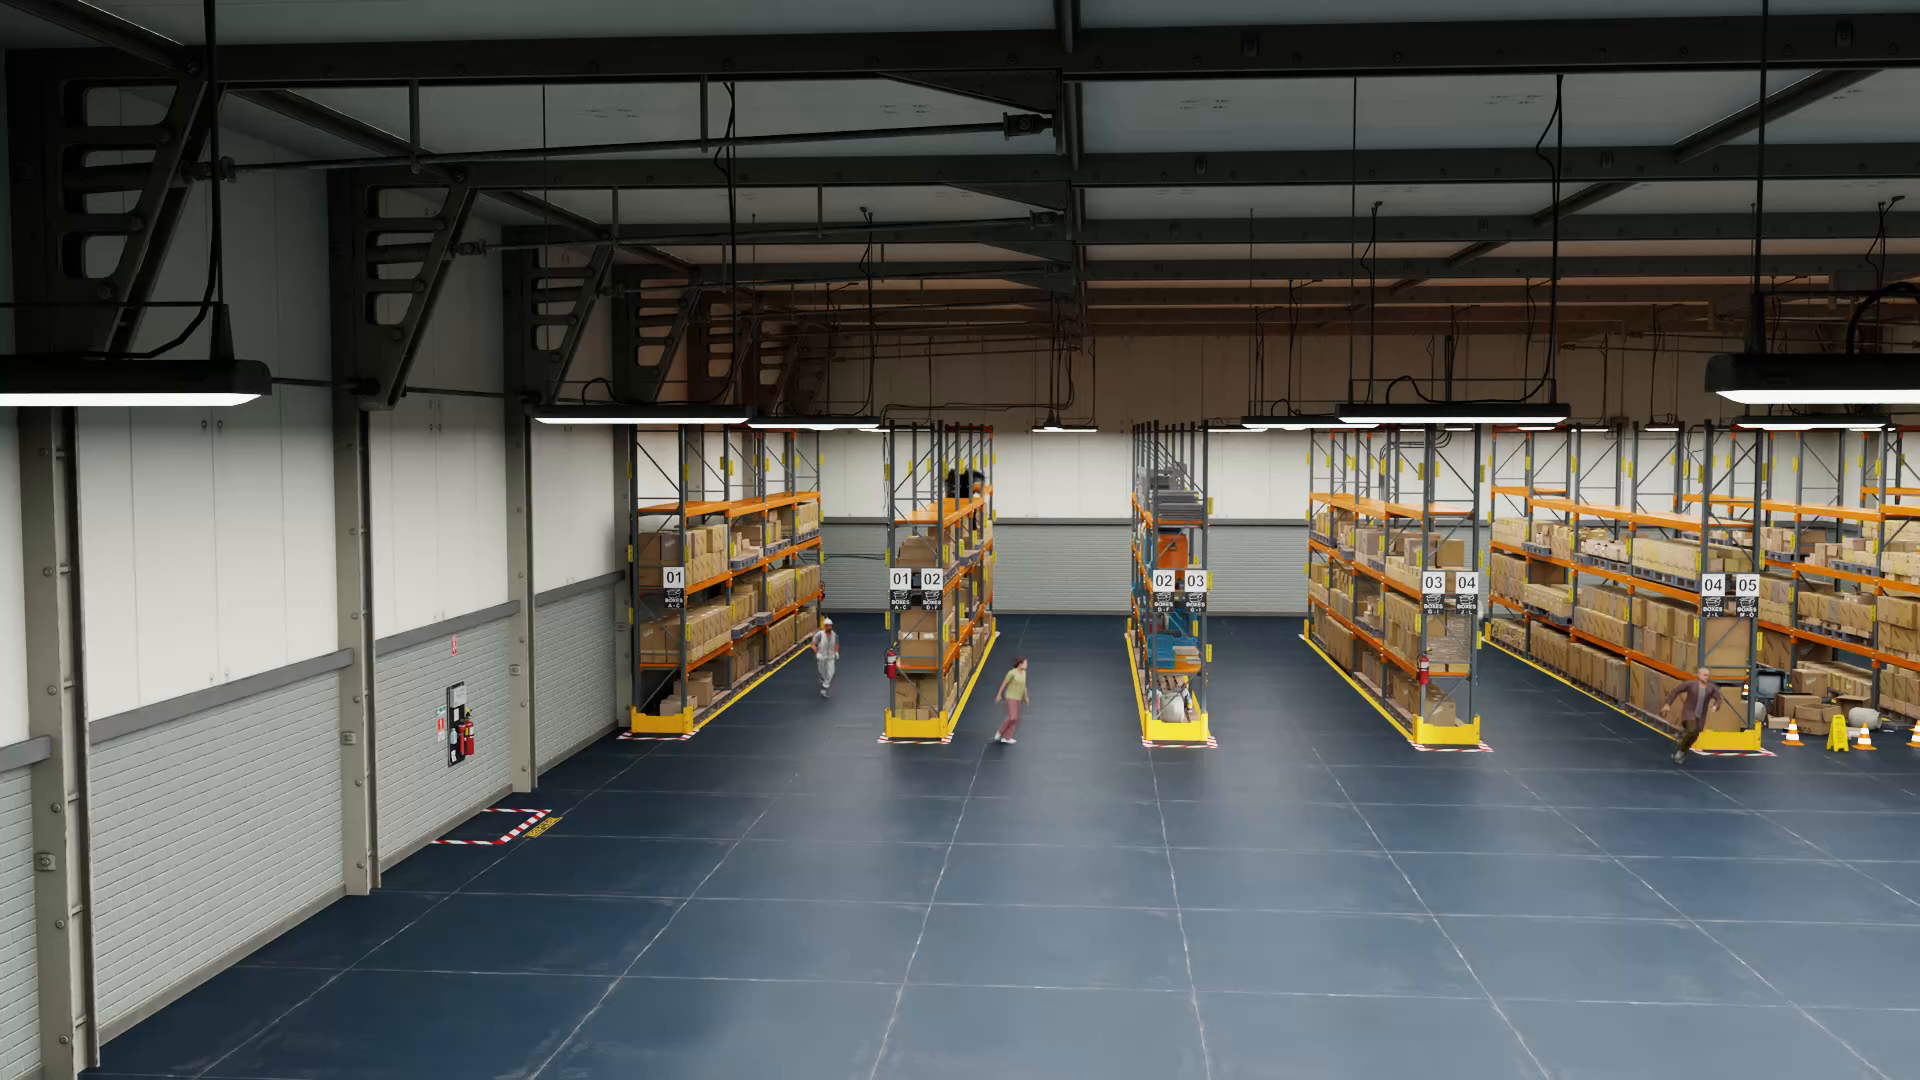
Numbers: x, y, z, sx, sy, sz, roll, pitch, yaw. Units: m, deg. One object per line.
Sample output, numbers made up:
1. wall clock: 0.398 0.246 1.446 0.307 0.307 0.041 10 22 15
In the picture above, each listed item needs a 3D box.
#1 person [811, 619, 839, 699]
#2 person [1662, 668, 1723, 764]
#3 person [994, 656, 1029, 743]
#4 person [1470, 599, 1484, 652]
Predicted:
1. person: -2.941 2.571 36.260 0.651 1.734 0.627 -1 4 -19
2. person: 12.805 3.065 28.938 0.874 1.692 0.755 0 4 -6
3. person: 0.962 2.958 30.862 0.524 1.636 0.614 3 5 43
4. person: 13.163 2.146 42.841 0.666 1.743 0.789 0 4 7
